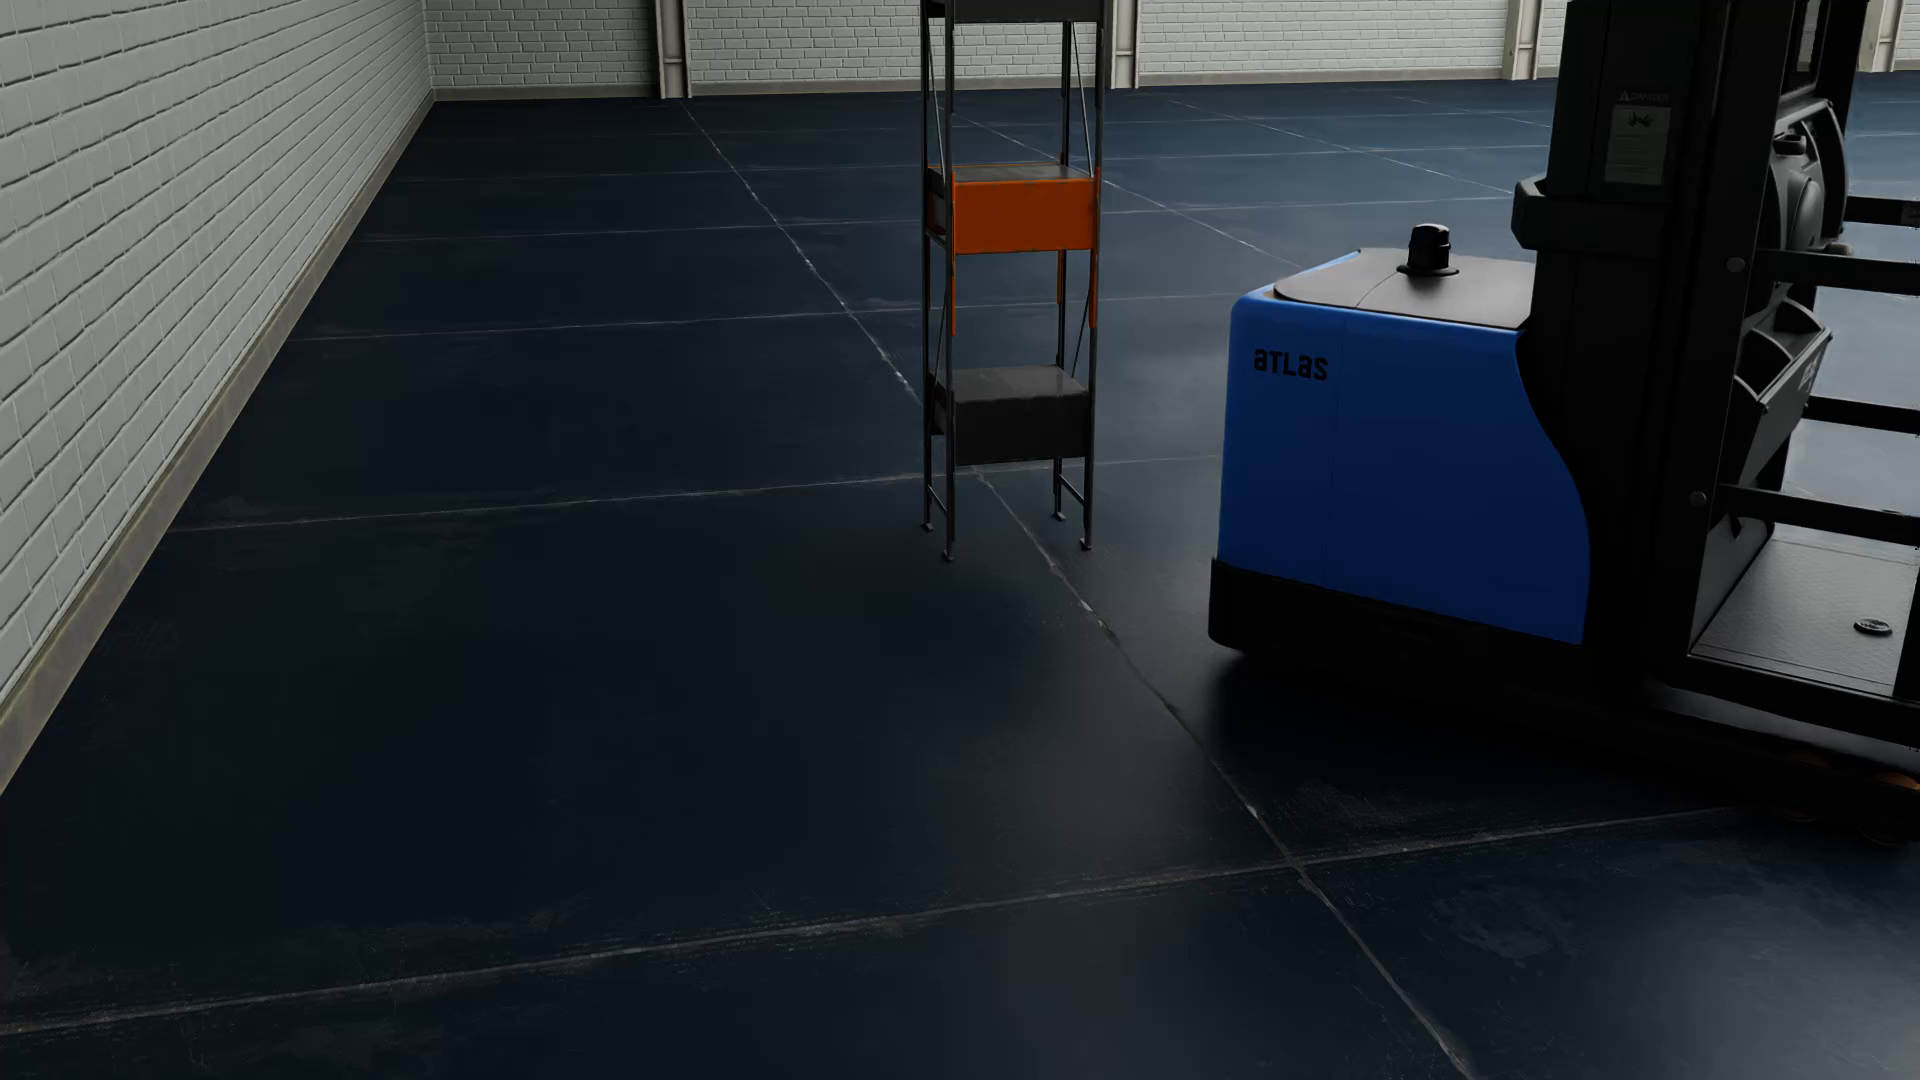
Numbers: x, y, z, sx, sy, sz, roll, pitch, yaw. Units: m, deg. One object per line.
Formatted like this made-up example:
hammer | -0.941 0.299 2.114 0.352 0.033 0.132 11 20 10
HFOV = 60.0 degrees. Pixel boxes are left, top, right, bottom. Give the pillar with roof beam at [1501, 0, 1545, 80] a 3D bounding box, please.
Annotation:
pillar with roof beam | 9.021 -9.416 18.437 0.400 9.000 9.100 -5 21 -12

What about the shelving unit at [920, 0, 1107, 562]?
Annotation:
shelving unit | 0.161 -0.999 5.489 0.503 2.100 0.431 -5 21 -12

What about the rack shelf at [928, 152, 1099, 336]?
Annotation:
rack shelf | 0.161 -0.986 5.494 0.480 0.518 0.431 -5 21 -12

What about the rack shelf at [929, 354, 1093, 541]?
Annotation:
rack shelf | 0.161 -0.329 5.735 0.480 0.518 0.431 -5 21 -12

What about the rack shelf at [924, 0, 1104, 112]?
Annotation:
rack shelf | 0.161 -1.644 5.253 0.480 0.518 0.431 -5 21 -12

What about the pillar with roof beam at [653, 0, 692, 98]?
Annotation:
pillar with roof beam | -2.657 -8.466 15.844 0.400 9.000 9.100 -5 21 -12

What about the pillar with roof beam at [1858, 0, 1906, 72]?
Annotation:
pillar with roof beam | 14.860 -9.891 19.733 0.400 9.000 9.100 -5 21 -12

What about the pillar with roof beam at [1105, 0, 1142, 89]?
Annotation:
pillar with roof beam | 3.182 -8.941 17.140 0.400 9.000 9.100 -5 21 -12

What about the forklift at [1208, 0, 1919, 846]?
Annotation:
forklift | 2.224 -0.872 3.934 3.031 2.935 1.130 13 24 32

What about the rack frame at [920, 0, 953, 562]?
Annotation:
rack frame | -0.076 -0.980 5.436 0.015 2.100 0.400 -5 21 -12

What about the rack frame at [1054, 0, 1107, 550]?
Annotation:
rack frame | 0.399 -1.018 5.542 0.015 2.100 0.400 -5 21 -12
